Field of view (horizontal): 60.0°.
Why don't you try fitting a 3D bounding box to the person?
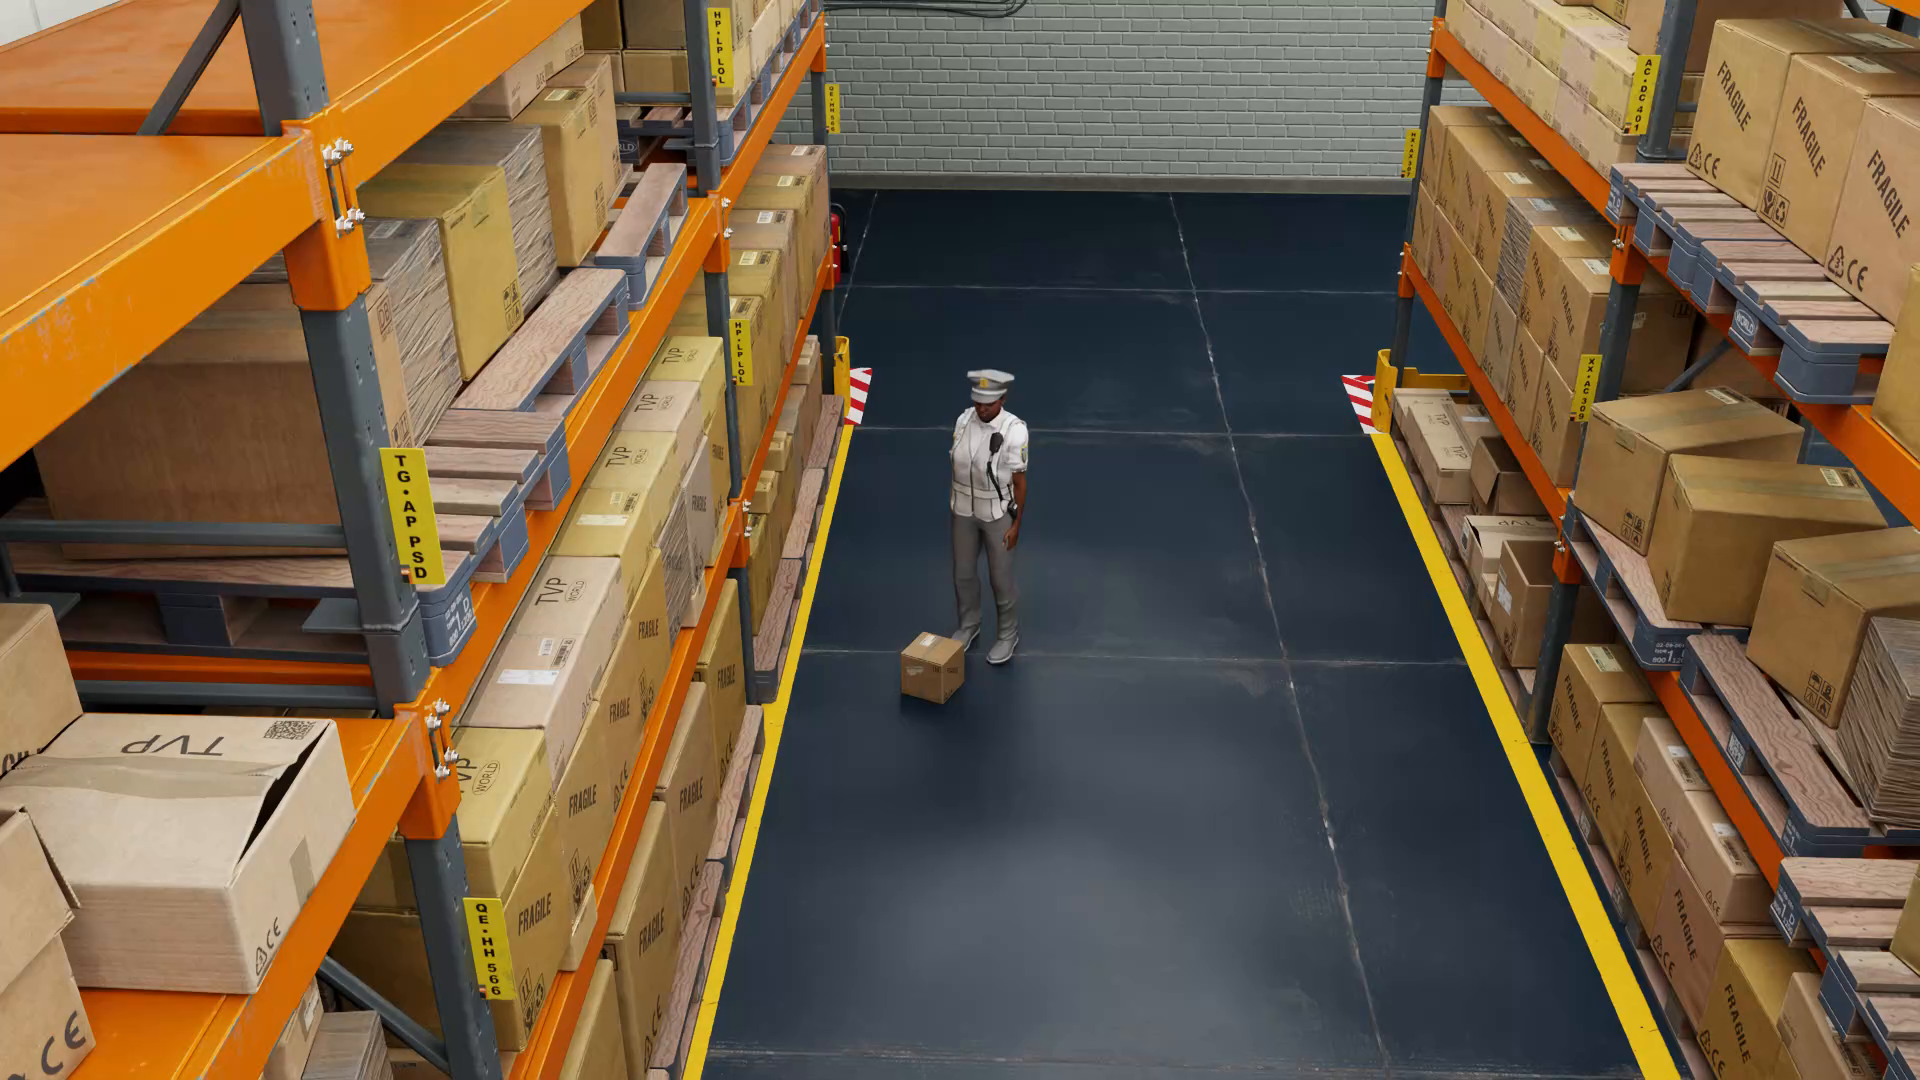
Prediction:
[{"bbox_3d":[0.143,-0.128,8.858,0.437,1.670,0.341,14,31,25],"label":"person"}]
